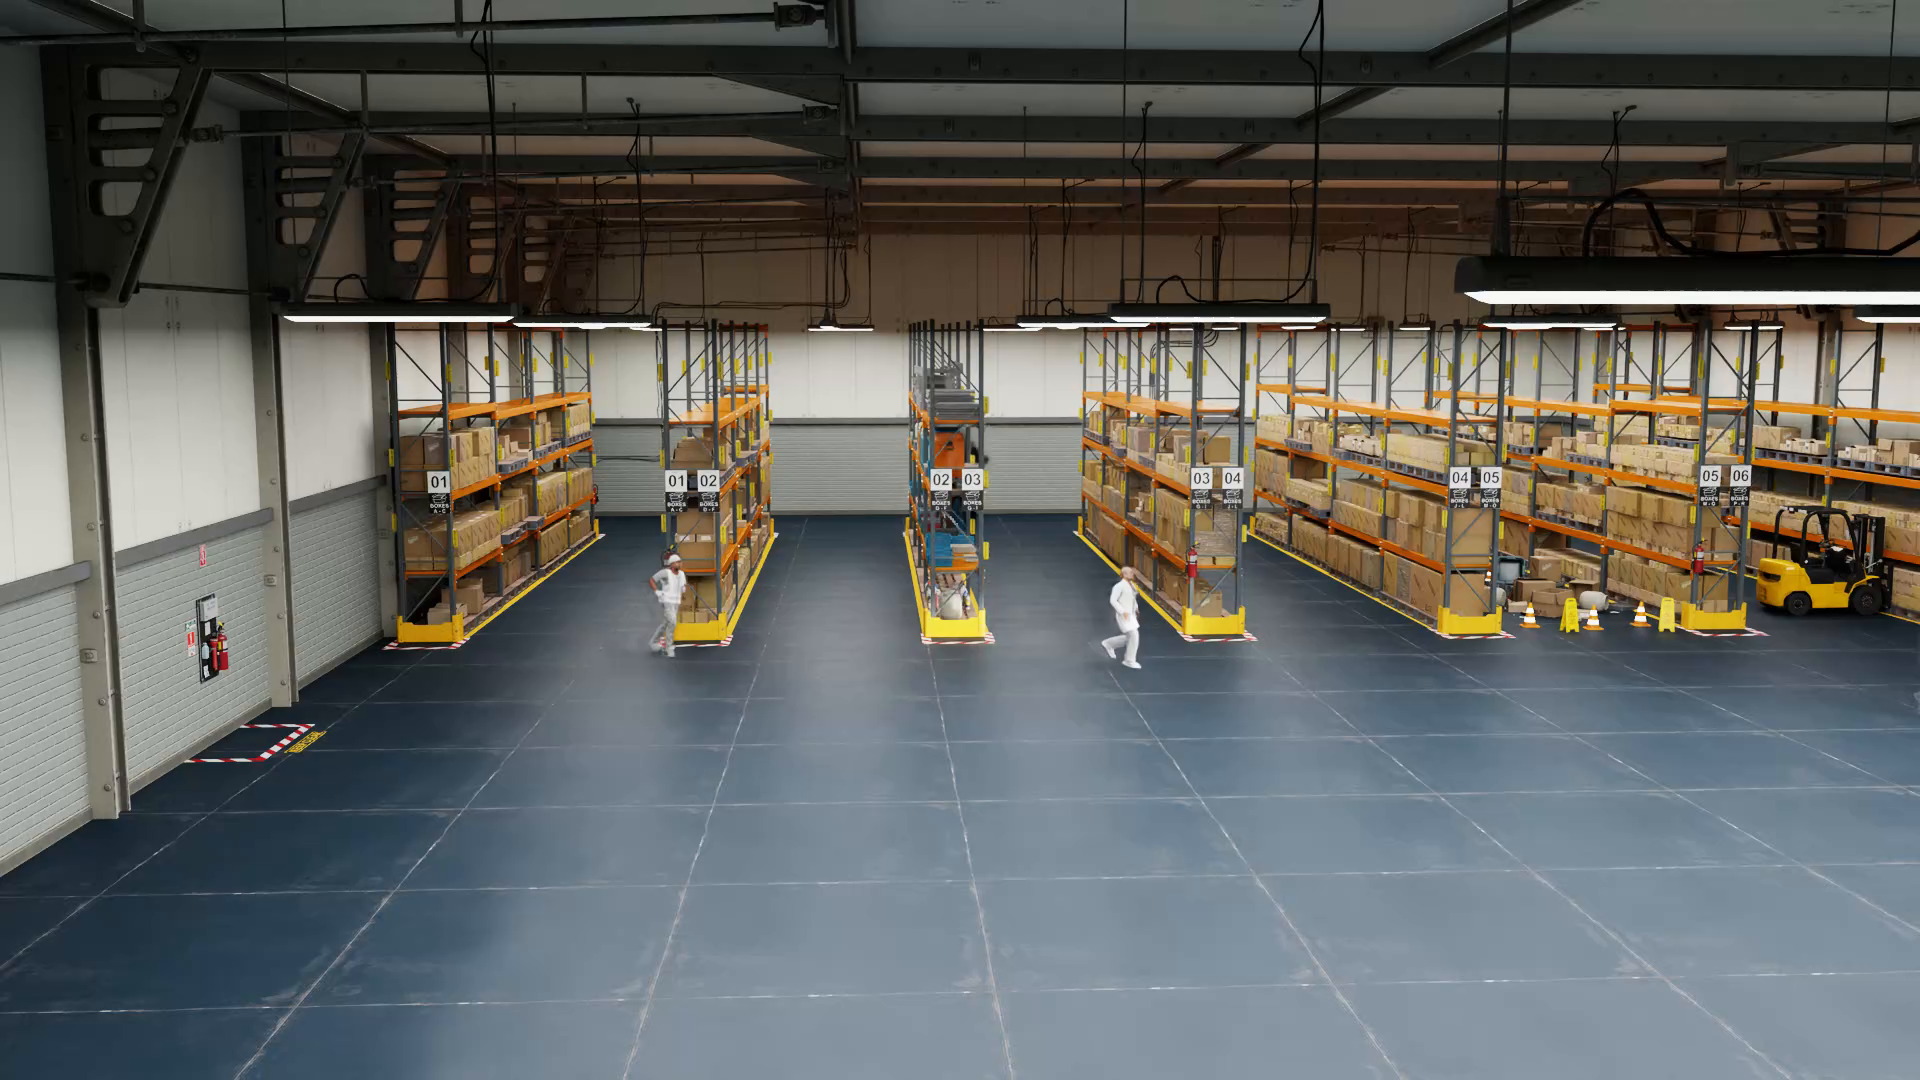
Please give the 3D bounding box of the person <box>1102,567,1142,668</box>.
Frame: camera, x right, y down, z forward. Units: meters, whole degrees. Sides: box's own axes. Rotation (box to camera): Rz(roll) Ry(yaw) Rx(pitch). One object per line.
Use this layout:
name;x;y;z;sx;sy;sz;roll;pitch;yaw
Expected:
person;2.799;1.334;28.789;0.790;1.771;0.734;4;8;27

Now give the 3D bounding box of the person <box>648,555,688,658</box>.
person;-5.239;1.170;29.943;0.728;1.832;0.700;4;8;29

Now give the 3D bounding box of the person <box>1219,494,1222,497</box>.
person;7.881;-1.123;48.918;0.787;1.625;0.835;-5;9;-35
